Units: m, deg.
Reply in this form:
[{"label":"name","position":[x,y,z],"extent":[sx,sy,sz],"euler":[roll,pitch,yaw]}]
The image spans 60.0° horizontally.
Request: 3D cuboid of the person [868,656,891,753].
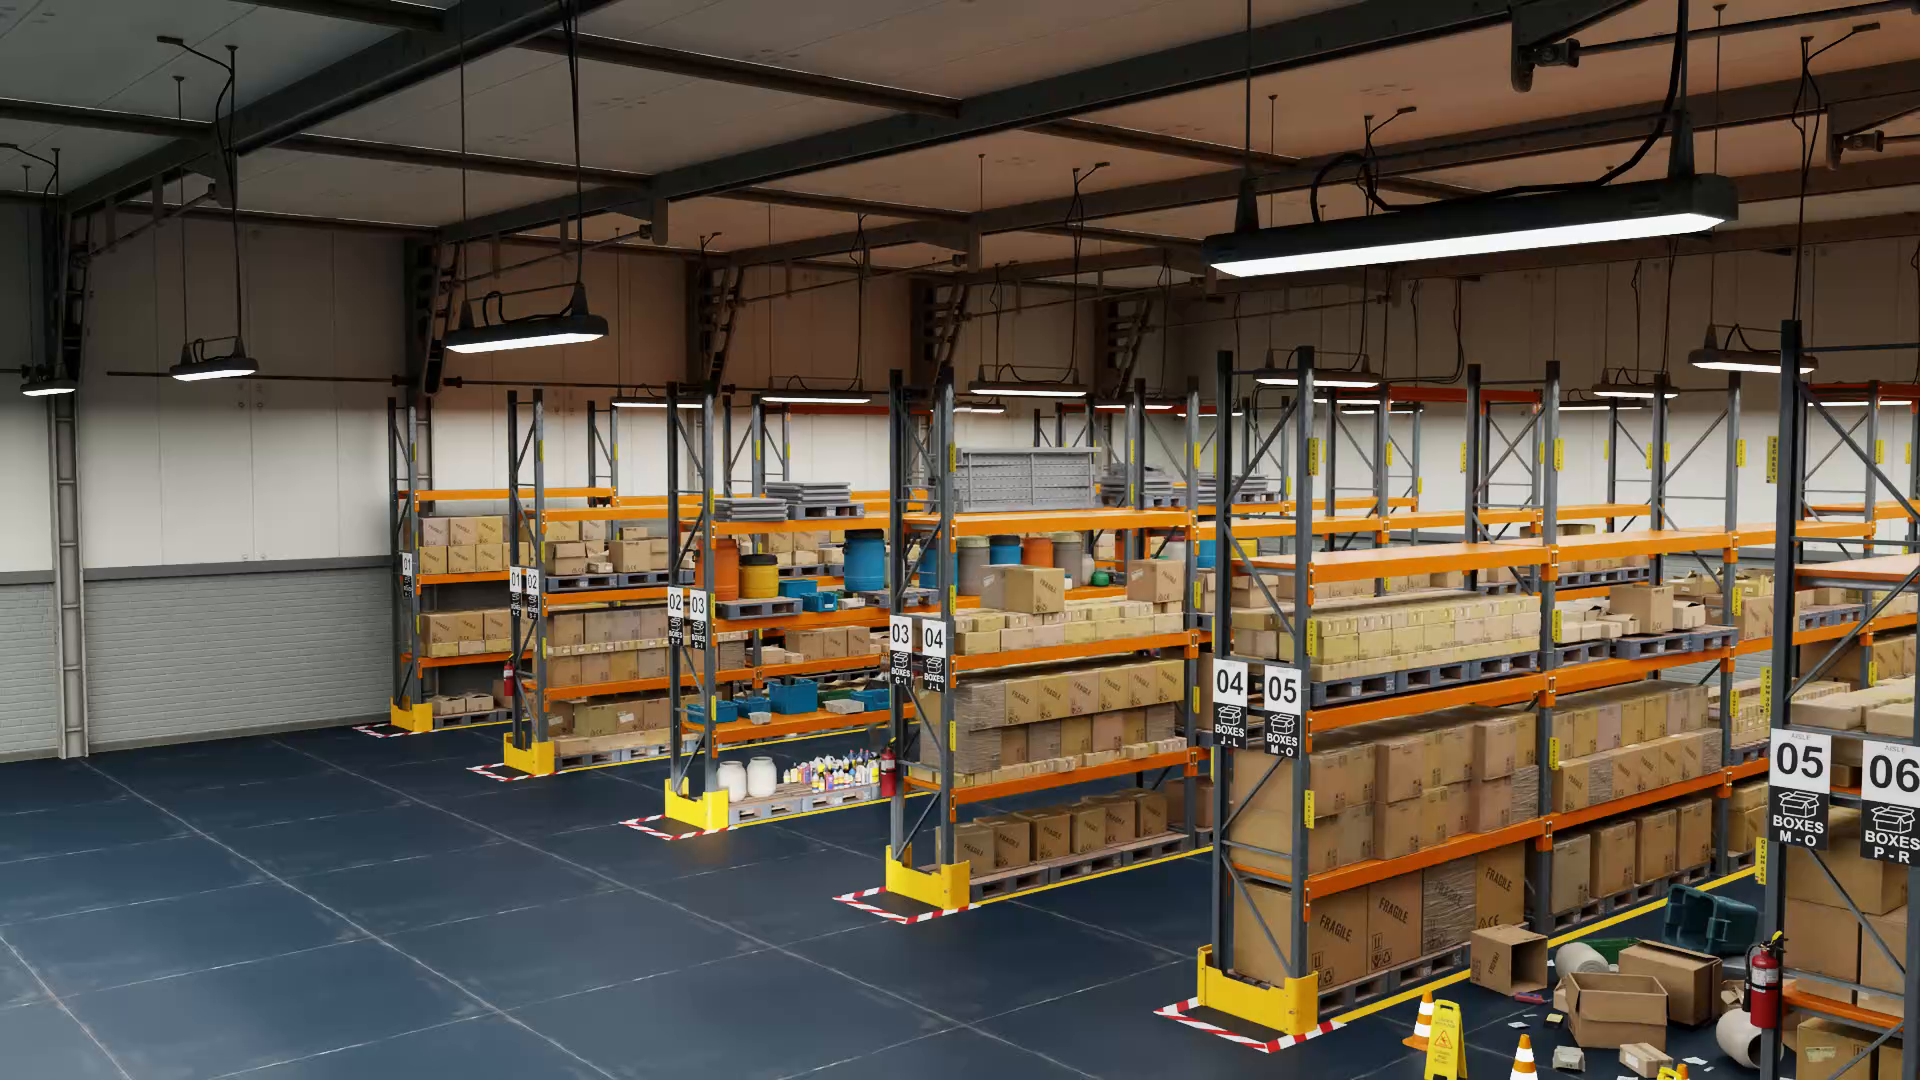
[{"label":"person","position":[-1.205,2.740,27.007],"extent":[0.751,1.753,0.548],"euler":[-3,4,-41]}]
